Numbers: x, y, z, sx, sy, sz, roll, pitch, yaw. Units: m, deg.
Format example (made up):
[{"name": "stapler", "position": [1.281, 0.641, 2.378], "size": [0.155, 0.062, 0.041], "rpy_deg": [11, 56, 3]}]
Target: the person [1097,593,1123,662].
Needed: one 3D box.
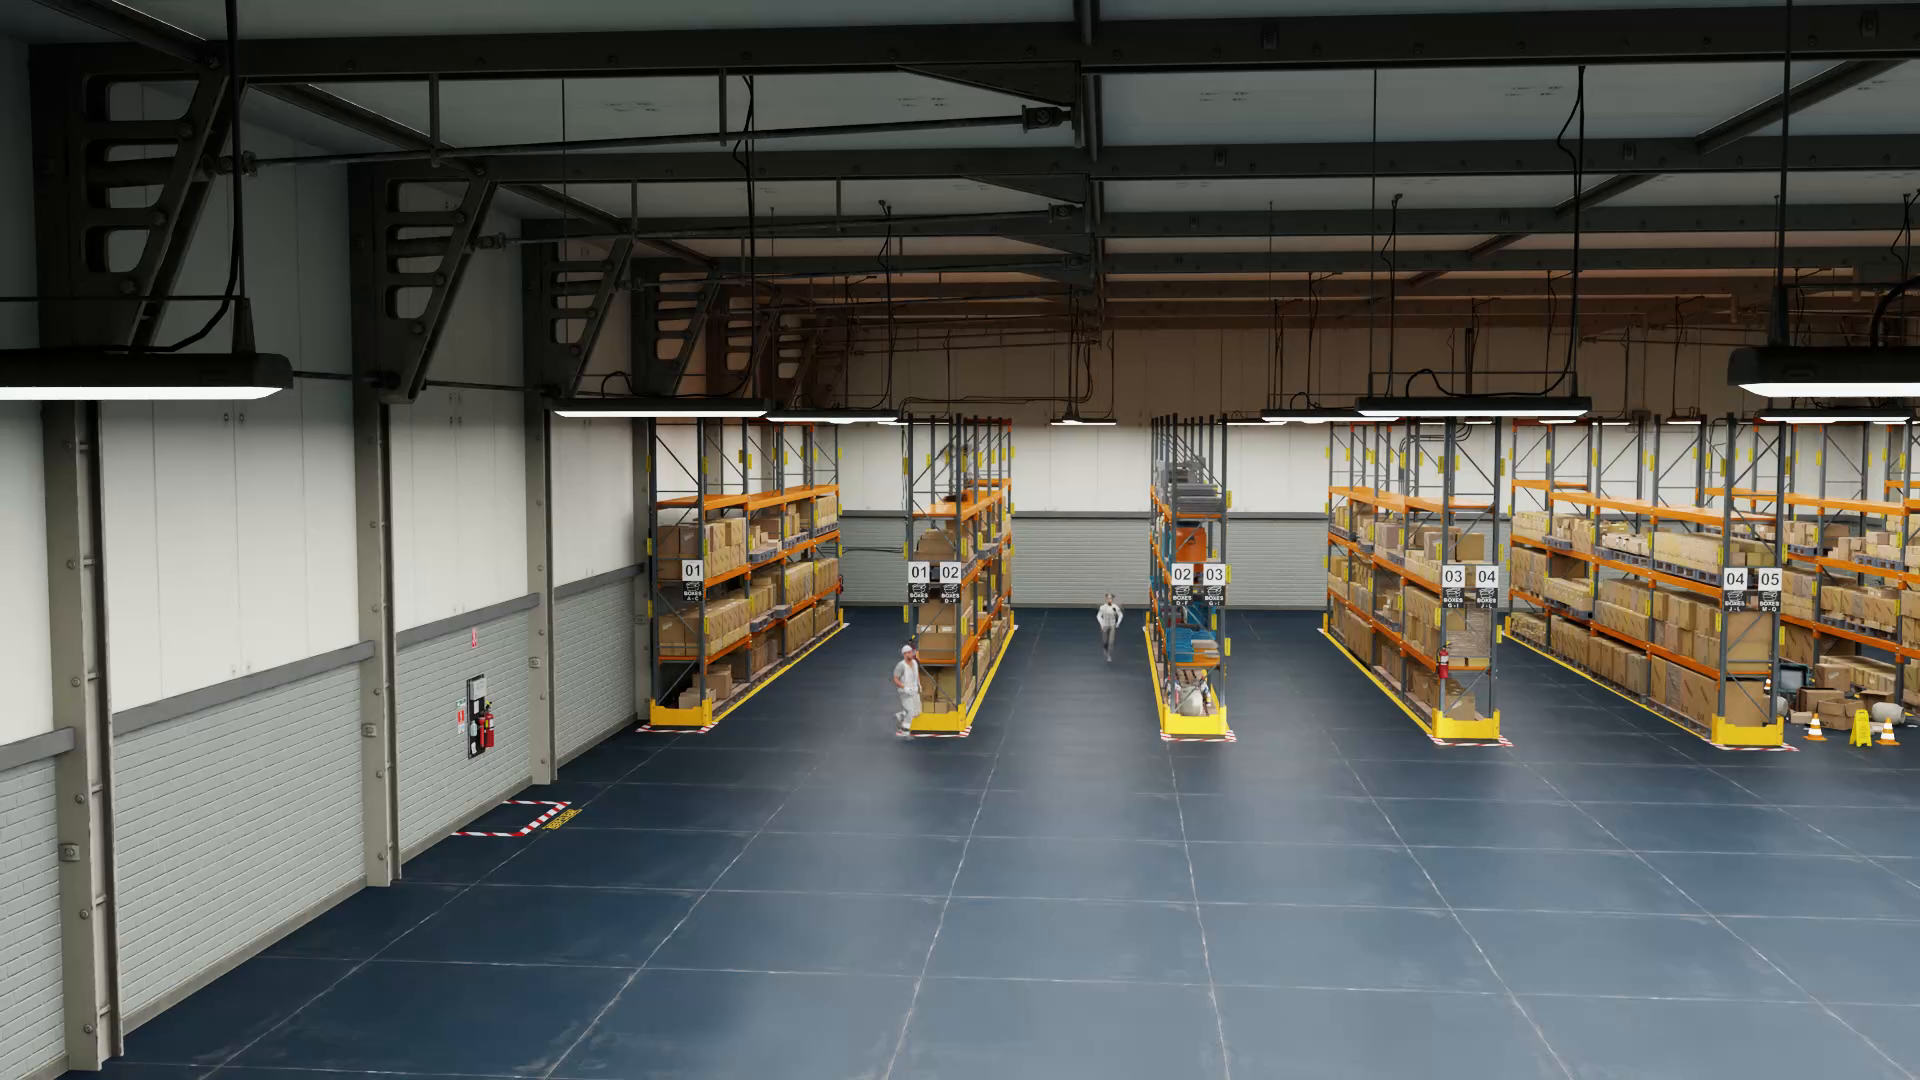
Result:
[{"name": "person", "position": [3.709, 2.138, 41.062], "size": [0.642, 1.676, 0.569], "rpy_deg": [0, 4, 7]}]

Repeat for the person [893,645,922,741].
[{"name": "person", "position": [-0.980, 2.796, 30.550], "size": [0.668, 1.749, 0.687], "rpy_deg": [3, 5, 41]}]
